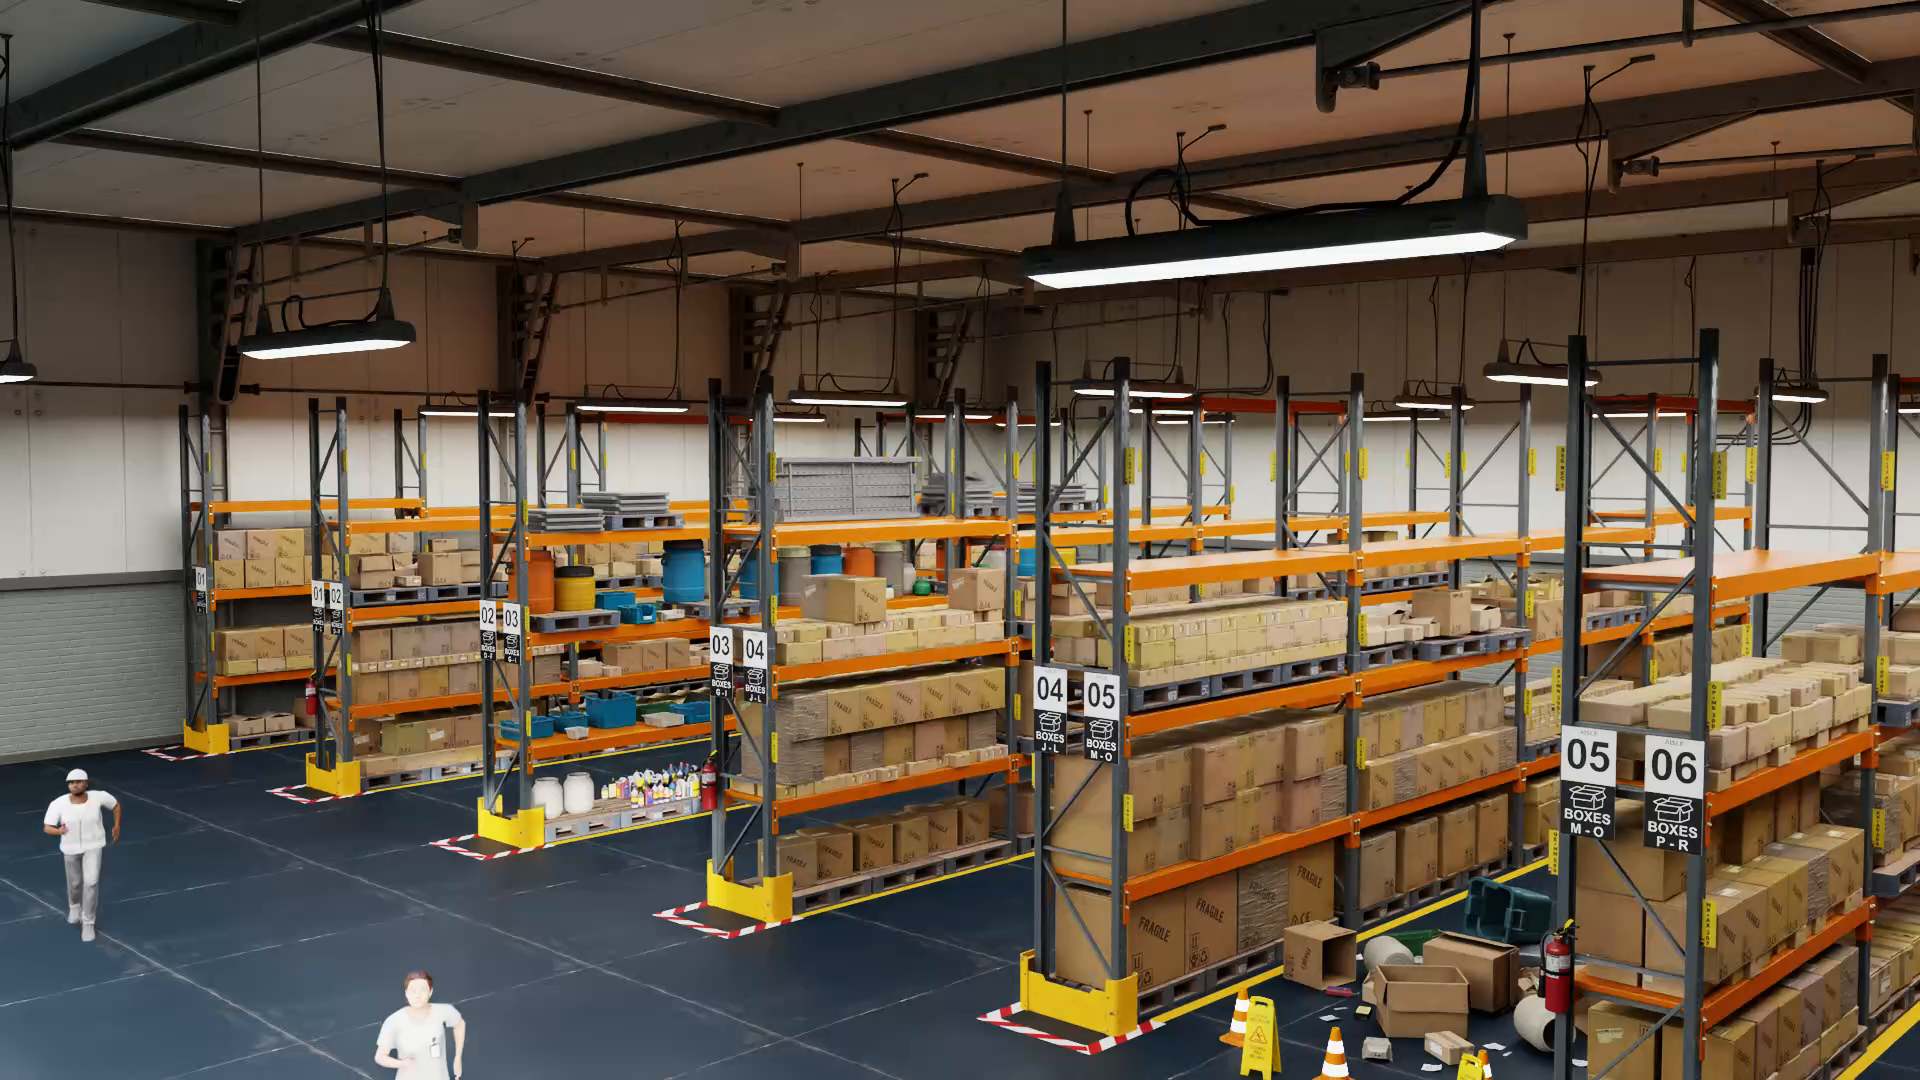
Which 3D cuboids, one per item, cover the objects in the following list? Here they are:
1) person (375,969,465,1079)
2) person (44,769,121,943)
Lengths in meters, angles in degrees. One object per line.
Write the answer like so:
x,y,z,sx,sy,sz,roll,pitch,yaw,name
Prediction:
-3.623,3.733,11.180,0.554,1.737,0.797,-1,3,-13,person
-9.417,3.341,17.869,0.711,1.812,0.911,-1,3,-20,person
